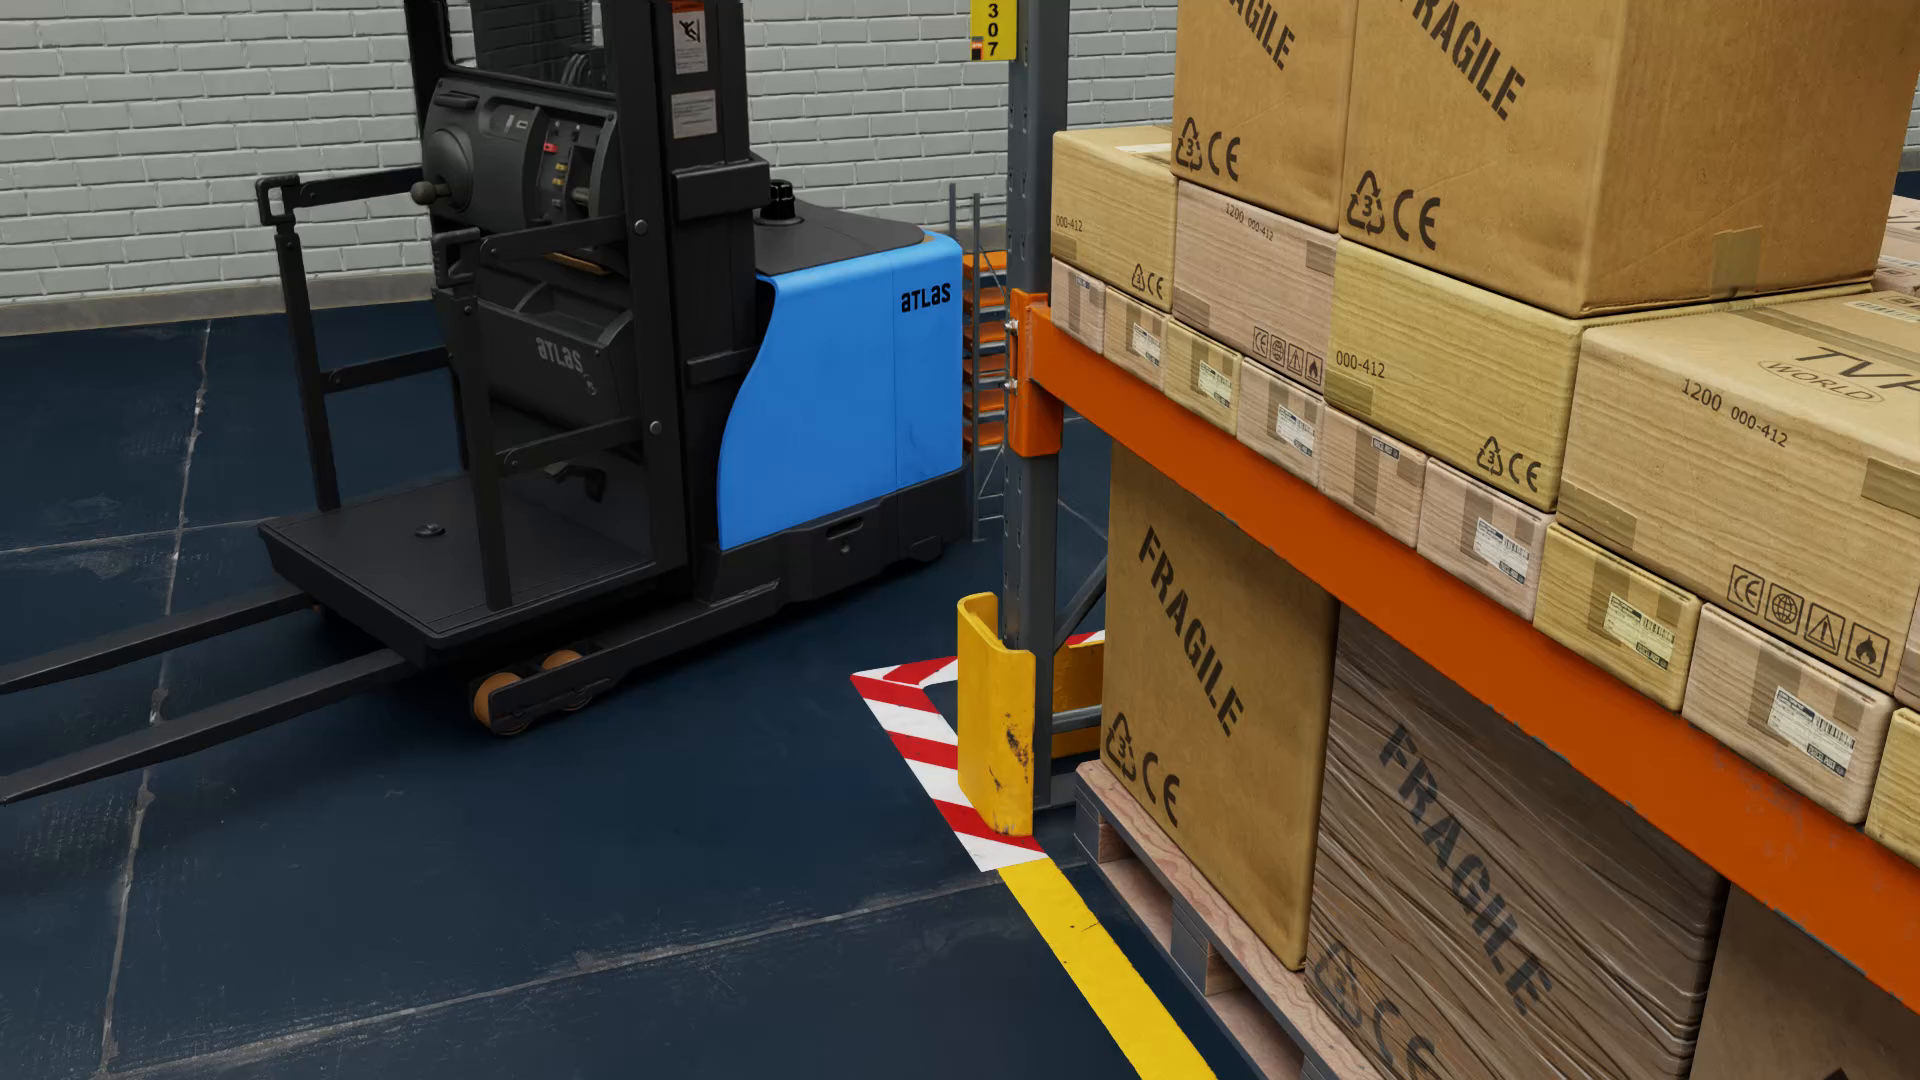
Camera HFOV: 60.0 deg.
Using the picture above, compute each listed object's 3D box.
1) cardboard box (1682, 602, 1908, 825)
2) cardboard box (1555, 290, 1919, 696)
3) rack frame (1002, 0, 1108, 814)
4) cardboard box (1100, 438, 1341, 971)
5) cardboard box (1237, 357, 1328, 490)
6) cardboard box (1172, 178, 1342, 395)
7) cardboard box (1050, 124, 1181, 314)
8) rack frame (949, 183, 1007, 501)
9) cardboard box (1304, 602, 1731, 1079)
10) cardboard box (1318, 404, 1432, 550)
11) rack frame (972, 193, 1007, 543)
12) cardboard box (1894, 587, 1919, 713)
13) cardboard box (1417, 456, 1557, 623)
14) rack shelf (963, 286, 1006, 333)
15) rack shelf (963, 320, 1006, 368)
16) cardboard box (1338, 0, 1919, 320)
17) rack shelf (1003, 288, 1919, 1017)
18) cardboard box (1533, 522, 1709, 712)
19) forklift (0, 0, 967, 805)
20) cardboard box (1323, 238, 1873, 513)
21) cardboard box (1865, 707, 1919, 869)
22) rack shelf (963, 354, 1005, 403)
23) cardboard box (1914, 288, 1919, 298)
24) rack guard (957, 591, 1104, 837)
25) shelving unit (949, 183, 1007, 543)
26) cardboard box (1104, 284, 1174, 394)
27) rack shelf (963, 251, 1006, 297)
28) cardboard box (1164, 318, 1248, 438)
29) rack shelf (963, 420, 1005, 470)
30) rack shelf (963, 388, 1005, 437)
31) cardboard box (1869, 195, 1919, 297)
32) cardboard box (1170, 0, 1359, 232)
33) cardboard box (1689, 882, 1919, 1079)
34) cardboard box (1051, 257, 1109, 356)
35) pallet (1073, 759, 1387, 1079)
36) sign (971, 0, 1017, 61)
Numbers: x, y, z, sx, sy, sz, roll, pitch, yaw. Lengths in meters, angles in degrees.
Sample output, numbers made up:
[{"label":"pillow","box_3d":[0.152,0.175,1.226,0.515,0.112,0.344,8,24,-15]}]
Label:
[{"label":"cardboard box","box_3d":[1.046,0.157,1.838,0.380,0.149,0.250,-8,24,-18]},{"label":"cardboard box","box_3d":[1.061,-0.083,1.895,0.500,0.250,0.500,-9,24,-20]},{"label":"rack frame","box_3d":[0.591,-0.786,3.754,1.000,3.000,0.127,-8,24,-19]},{"label":"cardboard box","box_3d":[0.892,0.221,3.559,0.875,0.875,0.875,-8,24,-19]},{"label":"cardboard box","box_3d":[0.683,-0.216,2.723,0.380,0.149,0.250,-9,24,-20]},{"label":"cardboard box","box_3d":[0.698,-0.455,2.778,0.500,0.250,0.500,-9,24,-20]},{"label":"cardboard box","box_3d":[0.508,-0.643,3.224,0.500,0.250,0.500,-9,24,-20]},{"label":"rack frame","box_3d":[0.074,-0.628,5.696,0.240,1.200,0.006,-10,25,-23]},{"label":"cardboard box","box_3d":[1.213,0.551,2.775,0.875,0.875,0.875,-8,24,-19]},{"label":"cardboard box","box_3d":[0.772,-0.123,2.504,0.380,0.149,0.250,-9,24,-20]},{"label":"rack frame","box_3d":[0.152,-0.564,5.543,0.240,1.200,0.006,-10,25,-23]},{"label":"cardboard box","box_3d":[1.237,0.101,1.457,0.500,0.250,0.500,-8,24,-18]},{"label":"cardboard box","box_3d":[0.864,-0.030,2.282,0.380,0.149,0.250,-9,24,-20]},{"label":"rack shelf","box_3d":[0.113,-0.776,5.544,0.258,0.103,0.180,-10,25,-23]},{"label":"rack shelf","box_3d":[0.113,-0.666,5.590,0.258,0.103,0.180,-10,25,-23]},{"label":"cardboard box","box_3d":[0.873,-0.619,2.202,0.500,0.500,0.500,-9,24,-20]},{"label":"rack shelf","box_3d":[1.297,0.272,2.169,1.077,0.370,4.000,-8,24,-19]},{"label":"cardboard box","box_3d":[0.952,0.062,2.064,0.380,0.149,0.250,-9,24,-20]},{"label":"forklift","box_3d":[-1.377,-1.049,4.464,3.031,2.935,1.130,-21,31,-40]},{"label":"cardboard box","box_3d":[0.872,-0.272,2.343,0.500,0.250,0.500,-9,25,-21]},{"label":"cardboard box","box_3d":[1.135,0.250,1.618,0.380,0.149,0.250,-9,24,-20]},{"label":"rack shelf","box_3d":[0.113,-0.555,5.637,0.258,0.103,0.180,-10,25,-23]},{"label":"cardboard box","box_3d":[1.557,-0.157,2.070,0.500,0.250,0.500,-8,24,-19]},{"label":"rack guard","box_3d":[0.582,0.357,4.260,1.175,0.500,0.348,-8,24,-19]},{"label":"shelving unit","box_3d":[0.113,-0.596,5.620,0.258,1.200,0.189,-10,25,-23]},{"label":"cardboard box","box_3d":[0.499,-0.403,3.169,0.380,0.149,0.250,-9,24,-20]},{"label":"rack shelf","box_3d":[0.113,-0.887,5.497,0.258,0.103,0.180,-10,25,-23]},{"label":"cardboard box","box_3d":[0.590,-0.310,2.948,0.380,0.149,0.250,-9,24,-20]},{"label":"rack shelf","box_3d":[0.113,-0.334,5.730,0.258,0.103,0.180,-10,25,-23]},{"label":"rack shelf","box_3d":[0.113,-0.445,5.684,0.258,0.103,0.180,-10,25,-23]},{"label":"cardboard box","box_3d":[1.369,-0.345,2.518,0.500,0.250,0.500,-9,25,-21]},{"label":"cardboard box","box_3d":[0.684,-0.807,2.647,0.500,0.500,0.500,-9,24,-20]},{"label":"cardboard box","box_3d":[1.528,0.875,2.008,0.875,0.875,0.875,-8,24,-19]},{"label":"cardboard box","box_3d":[0.407,-0.496,3.389,0.380,0.149,0.250,-8,24,-18]},{"label":"pallet","box_3d":[0.946,0.778,3.632,1.003,0.211,1.213,-8,24,-19]},{"label":"sign","box_3d":[0.069,-1.148,3.395,0.100,0.325,0.005,-8,24,-19]}]
